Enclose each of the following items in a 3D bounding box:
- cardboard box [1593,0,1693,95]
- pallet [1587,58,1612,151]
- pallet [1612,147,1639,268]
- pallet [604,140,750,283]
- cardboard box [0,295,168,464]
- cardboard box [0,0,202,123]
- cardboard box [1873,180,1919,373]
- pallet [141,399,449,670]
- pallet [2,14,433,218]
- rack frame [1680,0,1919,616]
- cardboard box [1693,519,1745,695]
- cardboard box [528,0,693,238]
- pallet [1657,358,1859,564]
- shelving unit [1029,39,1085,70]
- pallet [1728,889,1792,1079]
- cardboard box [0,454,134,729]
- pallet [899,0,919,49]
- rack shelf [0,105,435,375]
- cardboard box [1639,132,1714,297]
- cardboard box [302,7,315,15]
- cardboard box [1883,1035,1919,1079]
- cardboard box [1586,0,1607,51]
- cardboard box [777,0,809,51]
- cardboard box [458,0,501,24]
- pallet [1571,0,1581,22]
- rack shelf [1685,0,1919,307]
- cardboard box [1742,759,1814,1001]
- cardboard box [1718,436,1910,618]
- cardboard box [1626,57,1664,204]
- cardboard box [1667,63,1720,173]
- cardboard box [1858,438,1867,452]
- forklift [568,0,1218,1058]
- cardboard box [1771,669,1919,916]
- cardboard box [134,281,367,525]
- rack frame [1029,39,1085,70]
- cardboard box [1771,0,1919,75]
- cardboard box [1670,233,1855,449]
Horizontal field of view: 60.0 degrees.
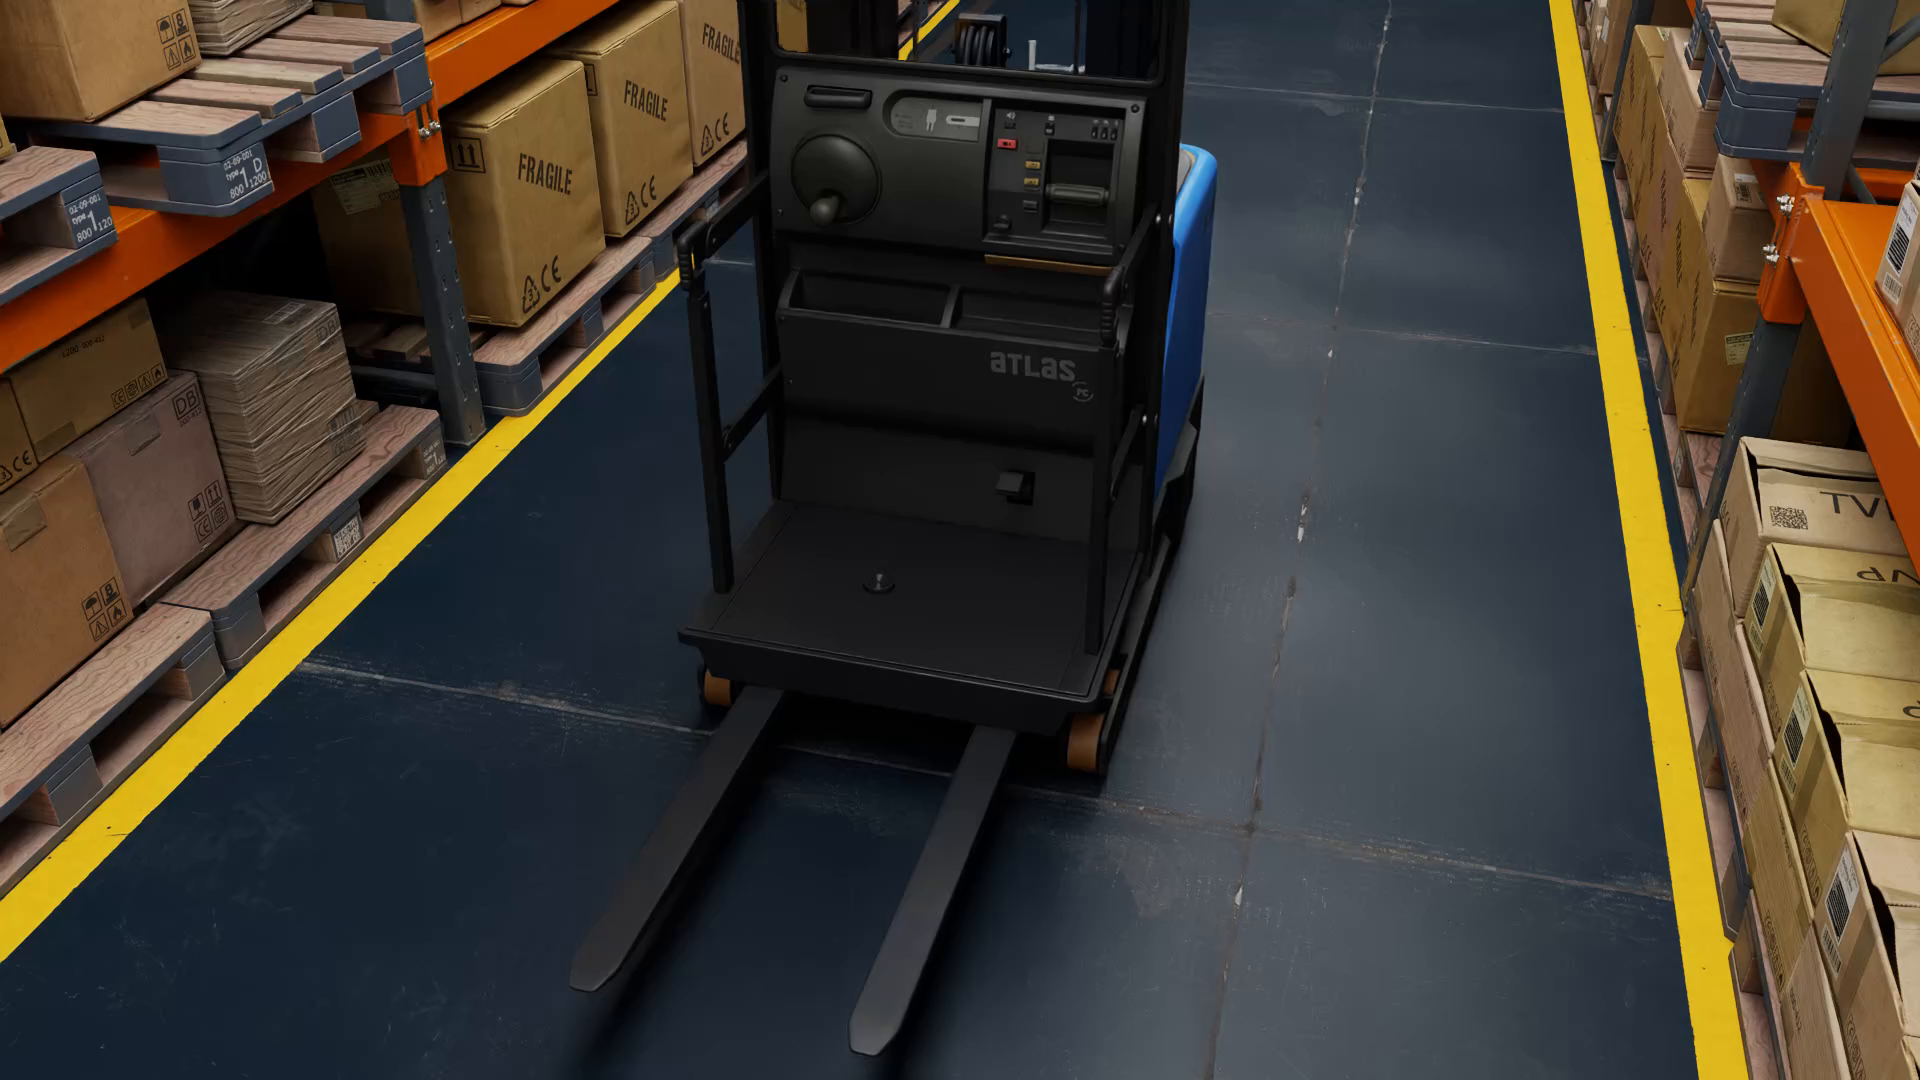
[{"bbox_3d":[3.518,-2.548,8.383,0.500,0.500,0.500,8,33,12],"label":"cardboard box"},{"bbox_3d":[3.823,-2.263,8.613,1.003,0.211,1.213,8,33,12],"label":"pallet"},{"bbox_3d":[3.478,-1.479,7.380,1.003,0.211,1.213,8,33,12],"label":"pallet"},{"bbox_3d":[-1.576,-1.533,7.465,1.003,0.211,1.213,8,33,12],"label":"pallet"},{"bbox_3d":[-2.498,-0.459,4.398,0.500,0.250,0.500,9,33,13],"label":"cardboard box"},{"bbox_3d":[-2.385,-1.369,4.104,0.700,0.500,0.500,5,33,8],"label":"cardboard box"},{"bbox_3d":[2.218,-0.532,3.374,0.500,0.311,0.500,8,33,12],"label":"cardboard box"},{"bbox_3d":[-2.360,-0.098,5.208,1.003,0.211,1.213,8,33,12],"label":"pallet"},{"bbox_3d":[-2.238,-1.215,4.544,1.213,0.211,1.003,8,33,12],"label":"pallet"},{"bbox_3d":[2.632,-1.008,4.039,1.000,3.000,0.127,8,33,12],"label":"rack frame"},{"bbox_3d":[2.215,0.207,4.300,0.500,0.250,0.500,8,33,12],"label":"cardboard box"},{"bbox_3d":[-1.618,-1.768,6.847,0.750,0.750,0.750,8,33,12],"label":"cardboard box"},{"bbox_3d":[2.858,-0.213,5.389,1.003,0.211,1.213,8,33,12],"label":"pallet"},{"bbox_3d":[0.292,-1.073,5.819,0.258,1.200,0.503,9,33,13],"label":"shelving unit"},{"bbox_3d":[2.074,1.222,3.131,1.003,0.211,1.213,8,33,12],"label":"pallet"},{"bbox_3d":[-2.634,0.083,4.243,0.700,0.500,0.500,8,33,12],"label":"cardboard box"},{"bbox_3d":[-0.876,-2.963,9.714,1.003,0.211,1.213,8,33,12],"label":"pallet"},{"bbox_3d":[-2.668,-0.339,3.657,1.077,0.370,4.000,8,33,12],"label":"rack shelf"},{"bbox_3d":[2.901,-1.197,6.258,0.500,0.500,0.500,7,33,11],"label":"cardboard box"},{"bbox_3d":[-2.325,-1.786,5.480,0.380,0.149,0.250,9,33,13],"label":"cardboard box"},{"bbox_3d":[1.698,1.036,2.473,0.500,0.311,0.500,8,33,12],"label":"cardboard box"},{"bbox_3d":[3.708,-2.858,9.046,0.500,0.311,0.500,8,33,12],"label":"cardboard box"},{"bbox_3d":[-1.184,-2.671,8.268,0.750,0.750,0.750,8,33,13],"label":"cardboard box"},{"bbox_3d":[-1.780,-1.851,5.582,0.380,0.149,0.250,8,33,13],"label":"cardboard box"},{"bbox_3d":[4.442,-3.529,10.605,1.003,0.211,1.213,8,33,12],"label":"pallet"},{"bbox_3d":[3.140,-1.742,5.865,1.077,0.370,4.000,8,33,12],"label":"rack shelf"},{"bbox_3d":[1.963,0.739,3.463,0.500,0.250,0.500,7,33,11],"label":"cardboard box"},{"bbox_3d":[2.215,-0.029,4.149,0.500,0.311,0.500,9,34,14],"label":"cardboard box"},{"bbox_3d":[3.164,-1.718,7.076,0.500,0.500,0.500,8,33,13],"label":"cardboard box"},{"bbox_3d":[2.908,-1.533,6.087,0.500,0.250,0.500,7,33,11],"label":"cardboard box"},{"bbox_3d":[3.024,-0.336,4.902,0.500,0.500,0.500,9,34,14],"label":"cardboard box"},{"bbox_3d":[-0.073,-0.870,3.886,1.130,2.935,3.031,9,33,13],"label":"forklift"},{"bbox_3d":[1.959,0.509,3.303,0.500,0.311,0.500,7,33,11],"label":"cardboard box"},{"bbox_3d":[-2.292,-0.430,5.051,0.700,0.500,0.500,8,33,13],"label":"cardboard box"},{"bbox_3d":[0.358,-1.199,6.017,0.240,1.200,0.015,9,33,13],"label":"rack frame"},{"bbox_3d":[2.683,-1.569,4.438,0.700,0.500,0.500,-3,33,-4],"label":"cardboard box"},{"bbox_3d":[2.643,-0.656,5.405,0.500,0.500,0.500,9,34,14],"label":"cardboard box"}]
